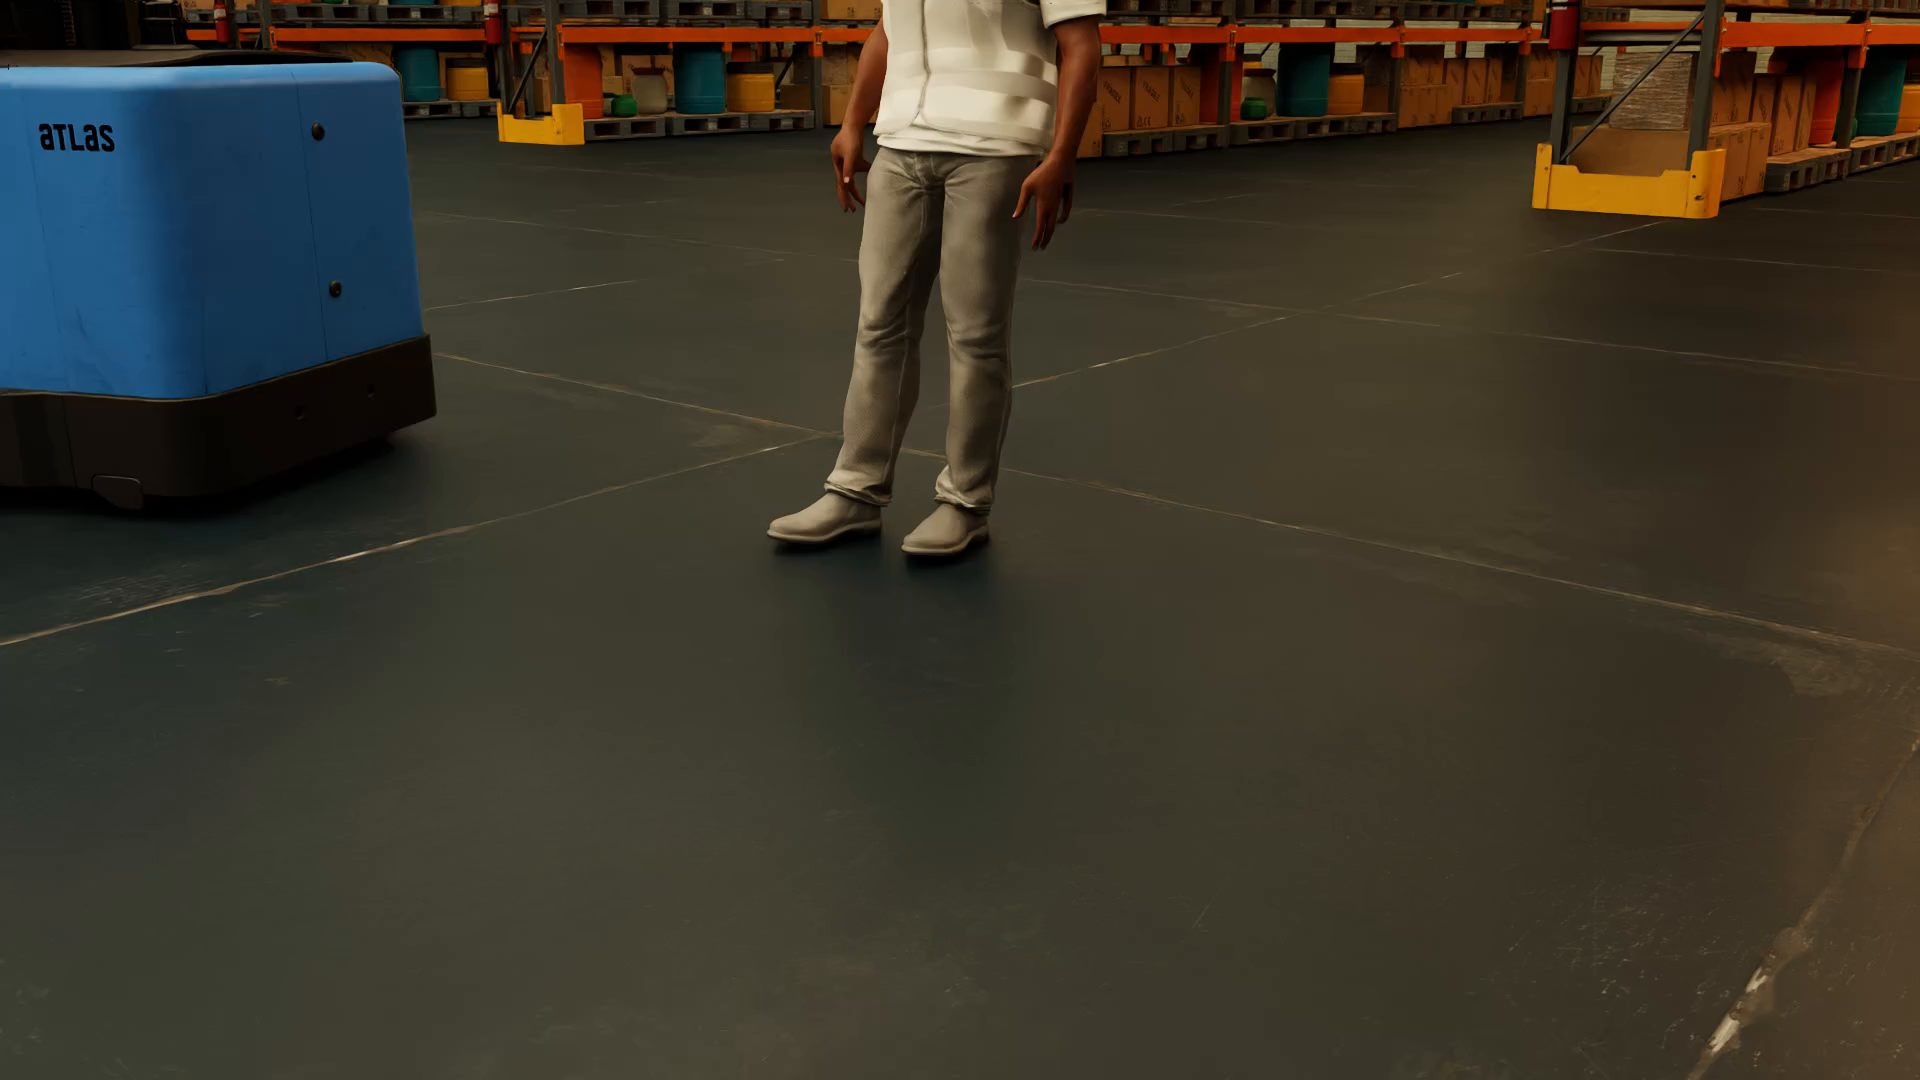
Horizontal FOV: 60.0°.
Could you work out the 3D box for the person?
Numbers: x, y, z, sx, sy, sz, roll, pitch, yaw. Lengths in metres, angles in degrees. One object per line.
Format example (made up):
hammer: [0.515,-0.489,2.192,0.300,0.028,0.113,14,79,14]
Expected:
person: [-0.048,-0.837,3.634,0.666,1.768,0.575,13,21,37]

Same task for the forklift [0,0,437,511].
forklift: [-3.121,-1.700,4.497,3.031,2.935,1.130,5,18,16]
